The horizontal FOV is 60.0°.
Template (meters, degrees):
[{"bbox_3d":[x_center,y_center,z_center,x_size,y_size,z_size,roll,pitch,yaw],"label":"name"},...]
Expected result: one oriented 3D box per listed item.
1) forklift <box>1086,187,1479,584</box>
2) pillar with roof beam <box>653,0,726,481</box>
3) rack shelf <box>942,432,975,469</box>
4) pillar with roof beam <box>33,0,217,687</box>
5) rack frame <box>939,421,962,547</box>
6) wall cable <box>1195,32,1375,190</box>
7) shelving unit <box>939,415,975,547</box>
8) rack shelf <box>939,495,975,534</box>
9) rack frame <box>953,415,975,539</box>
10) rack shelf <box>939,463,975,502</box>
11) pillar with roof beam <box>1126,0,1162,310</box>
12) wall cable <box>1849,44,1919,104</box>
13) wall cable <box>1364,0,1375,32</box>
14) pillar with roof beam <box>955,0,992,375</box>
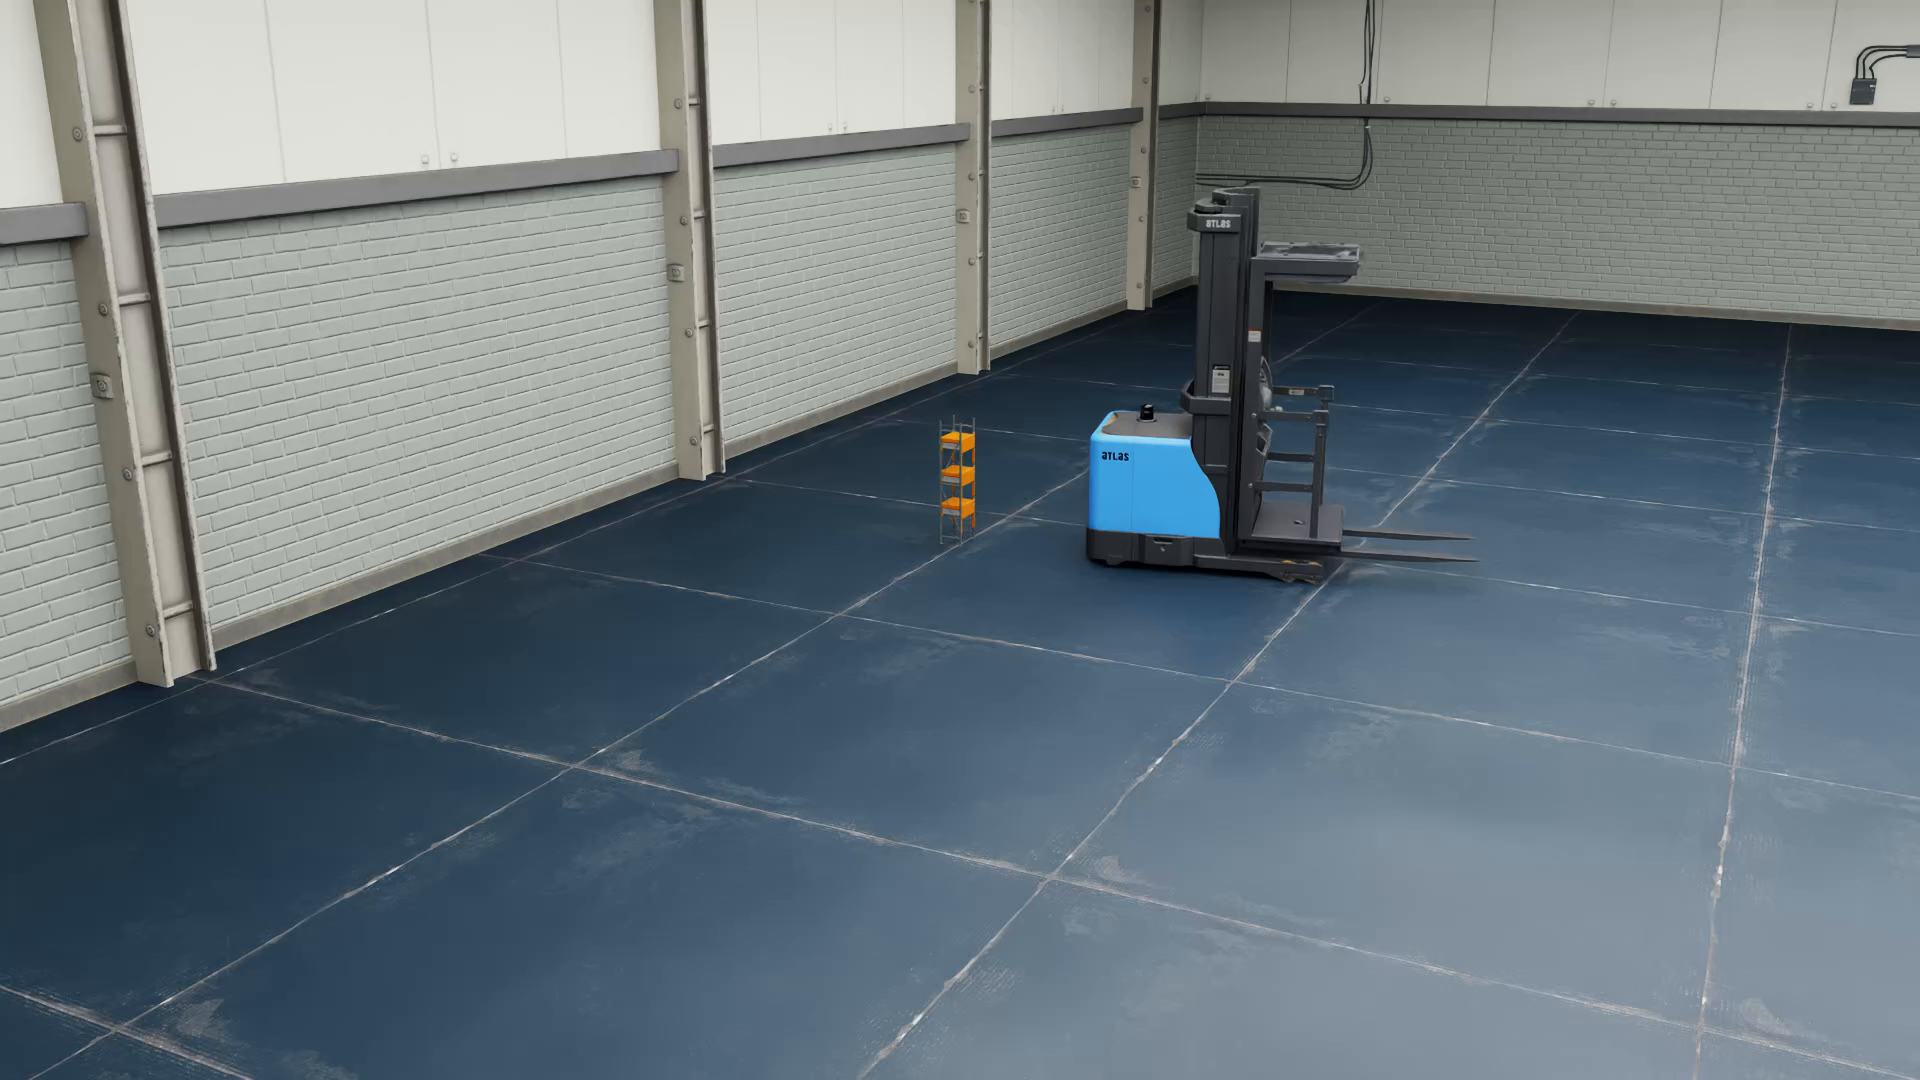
[{"bbox_3d":[2.585,-1.232,13.026,3.031,2.935,1.130,4,17,13],"label":"forklift"},{"bbox_3d":[1.334,-4.406,13.052,9.100,9.000,0.400,8,18,25],"label":"pillar with roof beam"},{"bbox_3d":[-0.024,-0.752,13.751,0.215,0.259,0.240,8,18,25],"label":"rack shelf"},{"bbox_3d":[-1.347,-2.877,7.907,9.100,9.000,0.400,8,18,25],"label":"pillar with roof beam"},{"bbox_3d":[-0.078,-0.459,13.724,0.200,1.050,0.008,8,18,25],"label":"rack frame"},{"bbox_3d":[5.344,-7.104,27.590,3.097,2.526,0.112,8,18,25],"label":"wall cable"},{"bbox_3d":[-0.024,-0.490,13.829,0.215,1.050,0.252,8,18,25],"label":"shelving unit"},{"bbox_3d":[-0.024,-0.213,13.911,0.215,0.259,0.240,8,18,25],"label":"rack shelf"},{"bbox_3d":[0.031,-0.521,13.934,0.200,1.050,0.008,8,18,25],"label":"rack frame"},{"bbox_3d":[-0.024,-0.479,13.832,0.215,0.259,0.240,8,18,25],"label":"rack shelf"},{"bbox_3d":[6.696,-7.462,23.343,9.100,9.000,0.400,8,18,25],"label":"pillar with roof beam"},{"bbox_3d":[13.830,-9.010,22.583,2.305,6.003,0.169,8,18,25],"label":"wall cable"},{"bbox_3d":[7.765,-9.180,25.712,3.097,2.526,0.112,8,18,25],"label":"wall cable"},{"bbox_3d":[4.015,-5.934,18.198,9.100,9.000,0.400,8,18,25],"label":"pillar with roof beam"}]
